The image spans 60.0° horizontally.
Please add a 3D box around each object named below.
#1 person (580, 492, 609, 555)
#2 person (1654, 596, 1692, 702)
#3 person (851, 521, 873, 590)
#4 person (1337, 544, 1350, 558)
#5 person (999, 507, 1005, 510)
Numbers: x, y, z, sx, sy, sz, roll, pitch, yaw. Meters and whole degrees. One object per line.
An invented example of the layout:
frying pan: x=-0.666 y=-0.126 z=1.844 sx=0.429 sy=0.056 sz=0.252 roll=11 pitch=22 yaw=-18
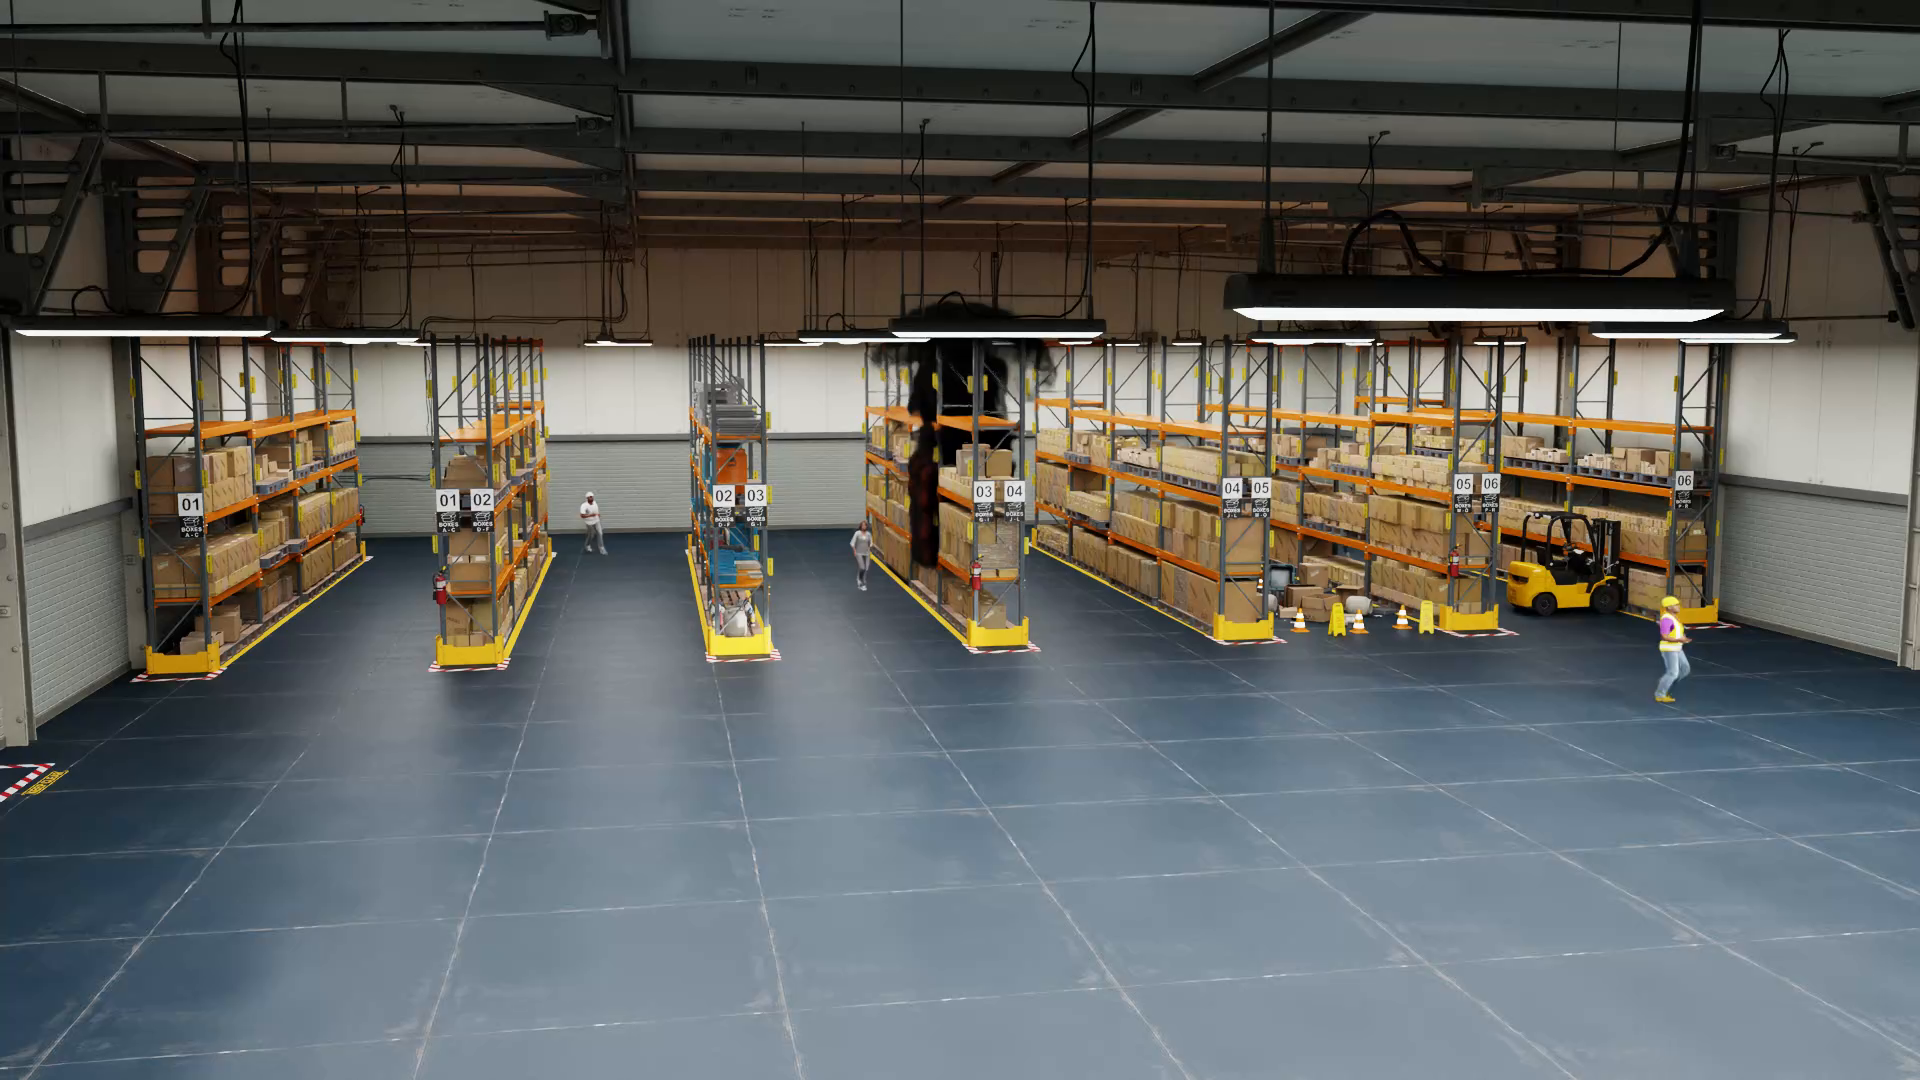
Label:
person: x=-10.356 y=-0.457 z=46.501 sx=0.865 sy=1.786 sz=0.706 roll=5 pitch=8 yaw=38
person: x=11.570 y=1.773 z=26.917 sx=0.600 sy=1.724 sz=0.685 roll=5 pitch=8 yaw=36
person: x=-2.184 y=0.359 z=37.540 sx=0.503 sy=1.572 sz=0.475 roll=-2 pitch=7 yaw=-16
person: x=10.226 y=-0.214 z=44.769 sx=0.568 sy=1.587 sz=0.853 roll=-2 pitch=7 yaw=-18
person: x=0.999 y=-0.761 z=49.233 sx=0.553 sy=1.694 sz=0.746 roll=-3 pitch=7 yaw=-23
